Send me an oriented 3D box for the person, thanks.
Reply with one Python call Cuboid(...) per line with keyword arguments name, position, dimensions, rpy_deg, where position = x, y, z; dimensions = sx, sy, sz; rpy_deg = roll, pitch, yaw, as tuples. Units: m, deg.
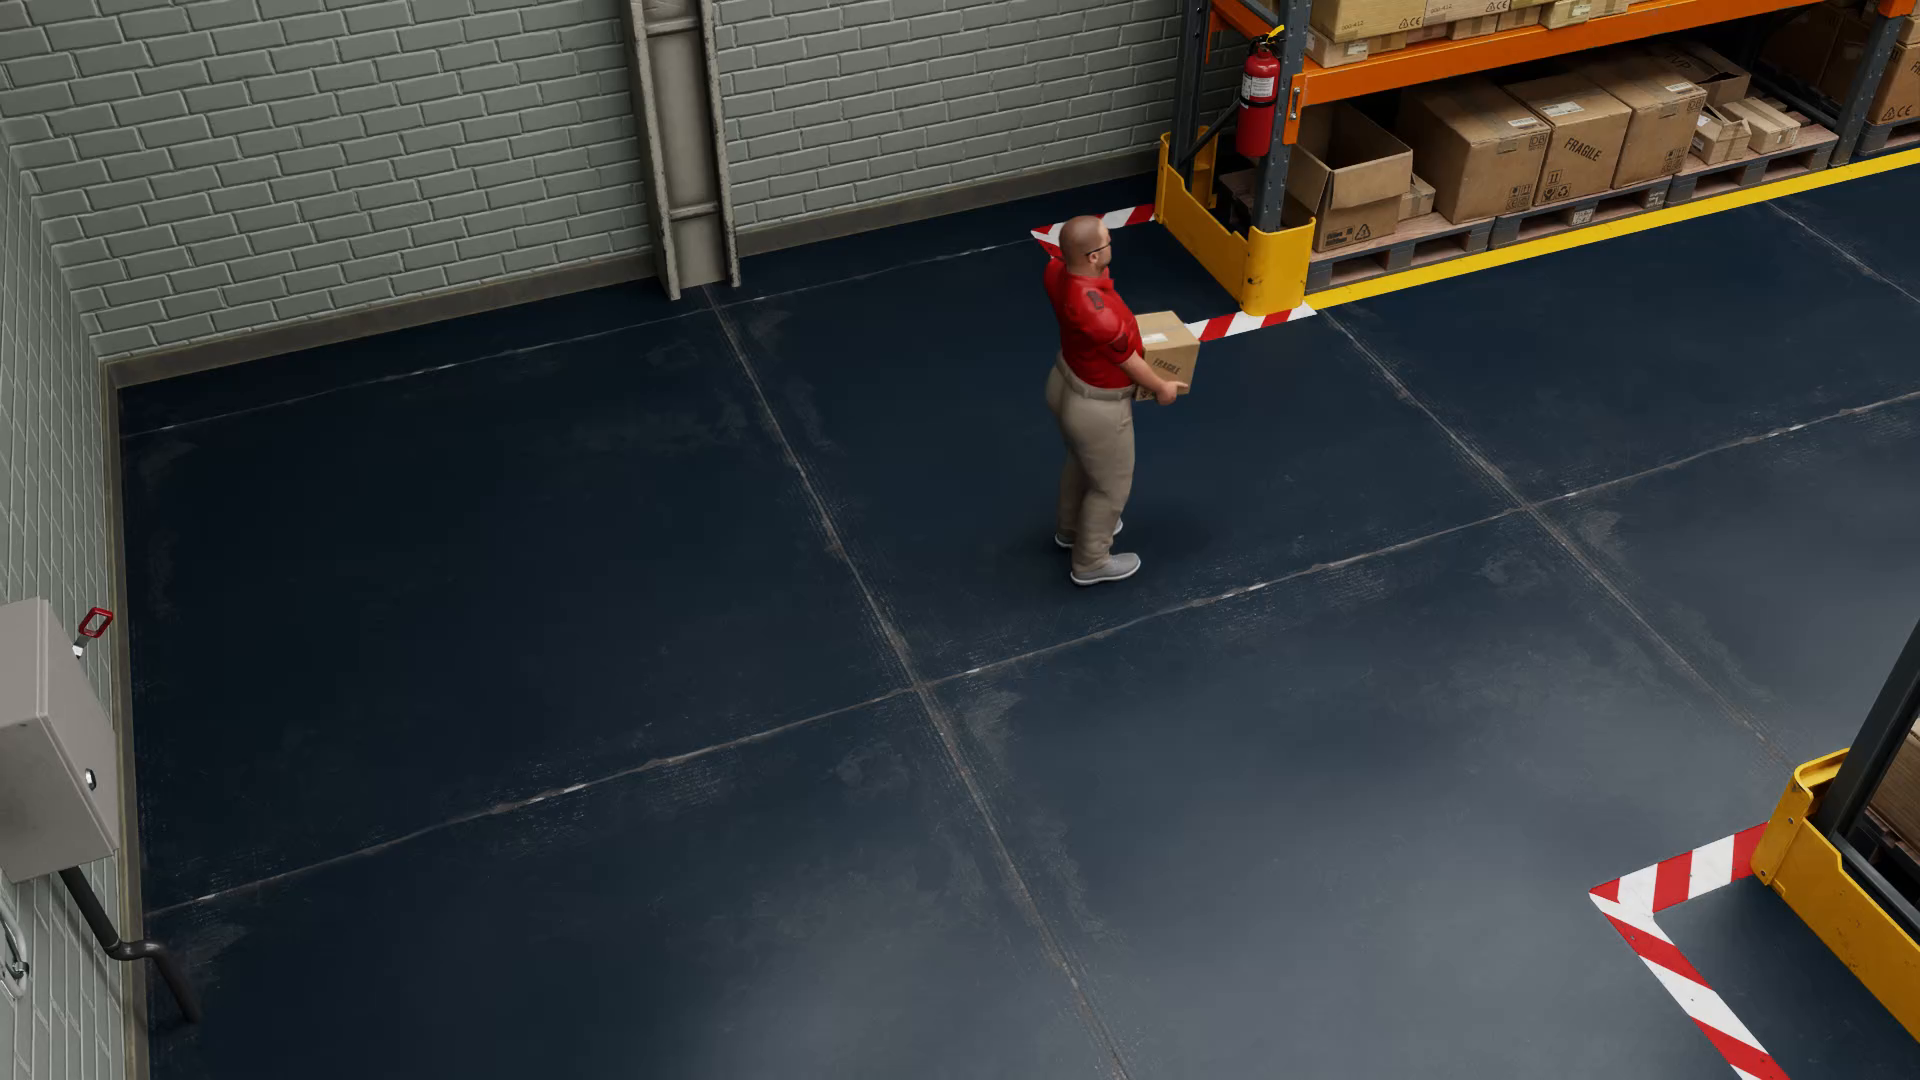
Cuboid(name="person", position=(0.625, -0.604, 6.863), dimensions=(0.538, 1.712, 0.493), rpy_deg=(-15, 44, -16))
